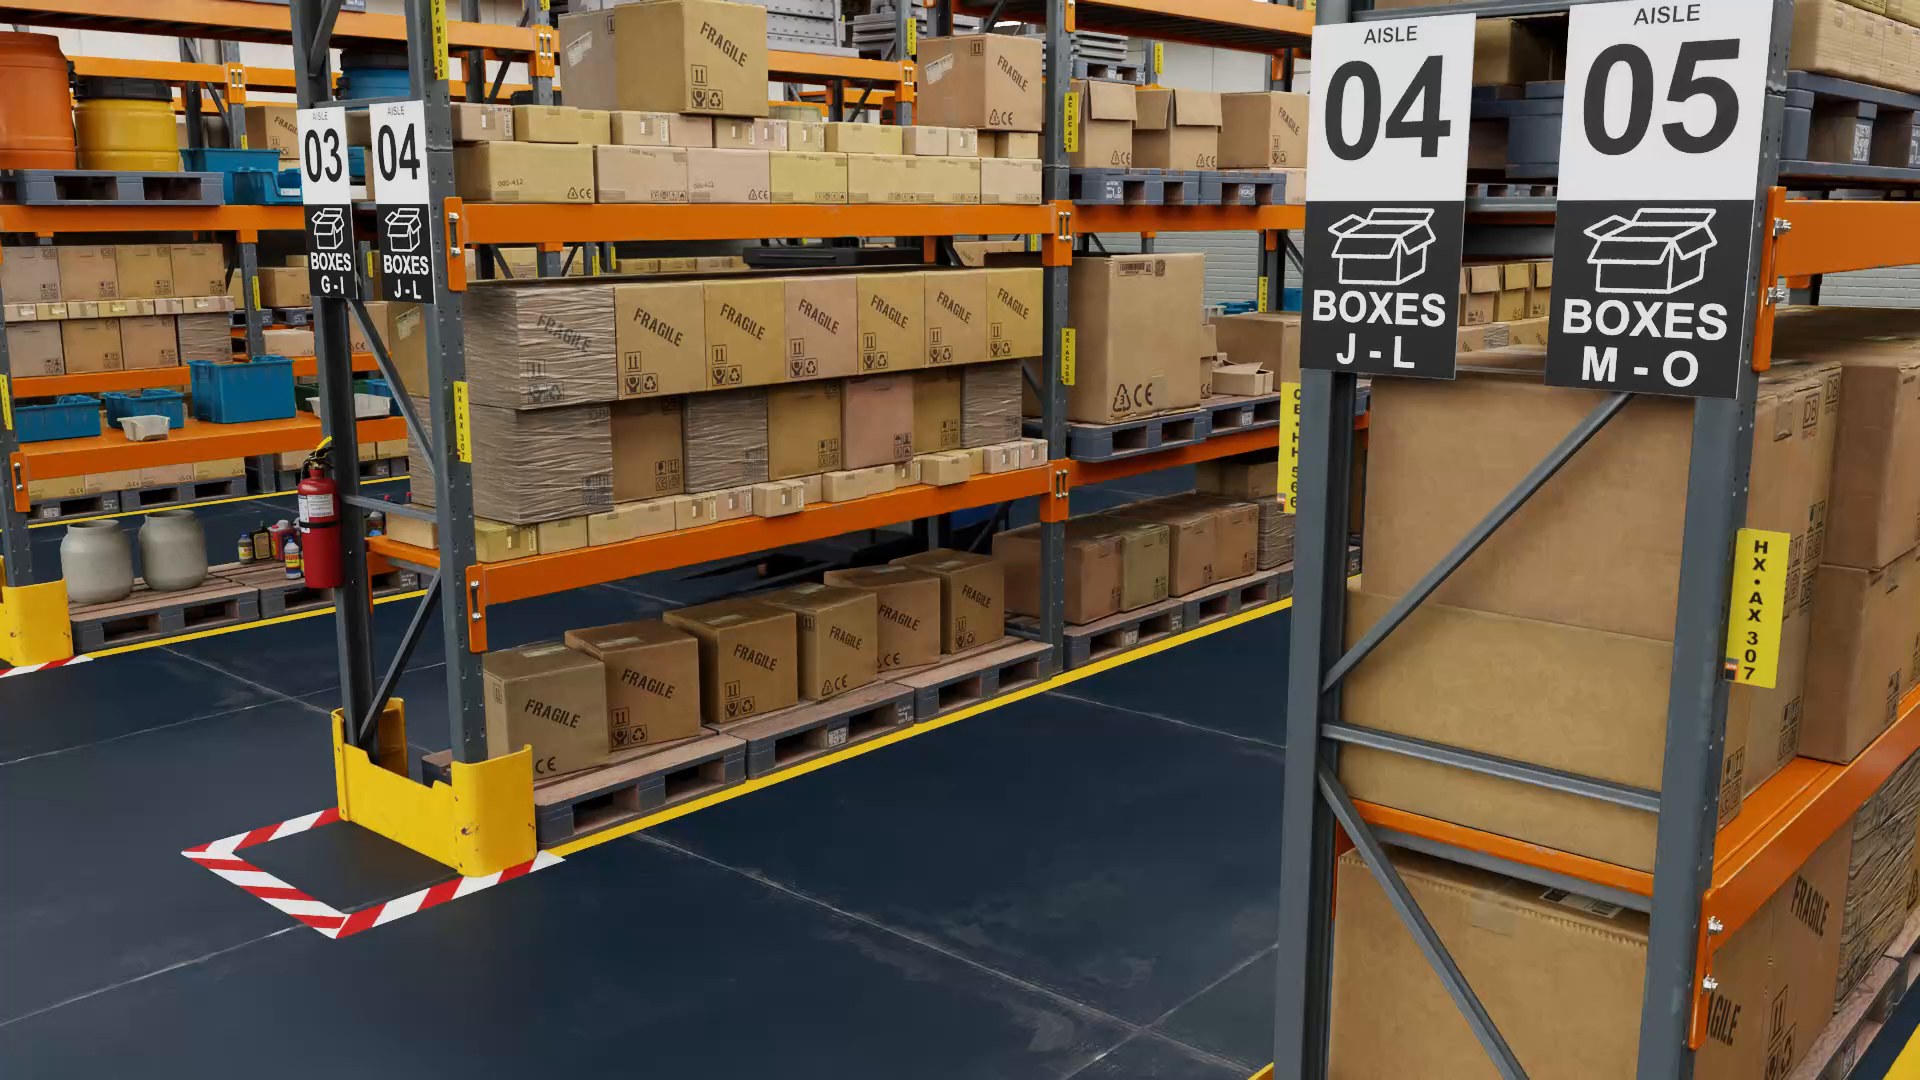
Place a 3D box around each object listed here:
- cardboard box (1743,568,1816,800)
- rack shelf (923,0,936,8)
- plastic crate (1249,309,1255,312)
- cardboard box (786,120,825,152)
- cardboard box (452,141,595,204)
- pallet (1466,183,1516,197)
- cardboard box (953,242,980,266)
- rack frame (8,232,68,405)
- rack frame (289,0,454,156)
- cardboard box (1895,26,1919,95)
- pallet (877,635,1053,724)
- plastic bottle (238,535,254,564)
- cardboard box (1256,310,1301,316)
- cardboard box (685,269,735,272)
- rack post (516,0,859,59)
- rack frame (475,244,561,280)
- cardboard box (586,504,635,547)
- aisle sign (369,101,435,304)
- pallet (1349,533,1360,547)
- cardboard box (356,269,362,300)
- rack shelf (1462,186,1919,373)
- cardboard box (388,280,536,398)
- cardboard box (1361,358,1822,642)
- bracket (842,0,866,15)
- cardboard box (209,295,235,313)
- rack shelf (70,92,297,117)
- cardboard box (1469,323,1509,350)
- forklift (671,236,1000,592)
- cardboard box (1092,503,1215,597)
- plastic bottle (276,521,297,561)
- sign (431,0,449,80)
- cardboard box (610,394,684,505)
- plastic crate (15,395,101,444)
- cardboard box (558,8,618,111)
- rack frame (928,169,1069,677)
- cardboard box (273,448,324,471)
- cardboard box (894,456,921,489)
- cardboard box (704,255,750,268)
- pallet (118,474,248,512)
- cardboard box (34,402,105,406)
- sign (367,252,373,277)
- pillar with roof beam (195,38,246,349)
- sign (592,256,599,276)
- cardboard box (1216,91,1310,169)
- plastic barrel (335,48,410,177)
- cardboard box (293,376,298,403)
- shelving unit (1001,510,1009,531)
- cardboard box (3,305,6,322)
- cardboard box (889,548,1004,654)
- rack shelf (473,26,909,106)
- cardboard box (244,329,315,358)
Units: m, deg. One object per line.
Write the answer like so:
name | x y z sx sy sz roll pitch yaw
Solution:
cardboard box | 1.791 0.314 4.599 0.875 0.550 0.550 10 15 40
rack shelf | -1.106 -3.006 8.133 1.077 0.370 4.000 10 15 40
plastic crate | 3.731 -2.989 22.037 0.250 0.136 0.298 10 15 40
cardboard box | -0.893 -1.998 8.263 0.380 0.149 0.250 9 14 38
cardboard box | -1.914 -1.559 7.085 0.500 0.250 0.500 10 15 42
pallet | 3.976 -2.946 14.129 1.003 0.211 1.213 11 16 43
cardboard box | -0.062 -4.047 24.007 0.500 0.500 0.500 10 15 42
rack frame | -10.948 -2.634 19.742 1.000 3.000 0.127 10 15 40
rack frame | -2.426 -3.067 6.589 1.000 3.000 0.127 10 15 40
cardboard box | 2.201 -1.192 4.176 0.380 0.149 0.250 10 15 41
pallet | -0.202 0.758 9.879 1.003 0.211 1.213 10 15 40
plastic bottle | -5.263 0.065 12.251 0.097 0.201 0.097 0 11 0
cardboard box | 2.528 -1.472 12.595 0.500 0.500 0.500 8 14 33
cardboard box | -3.063 -3.159 21.039 0.700 0.500 0.500 6 13 26
rack post | -2.271 -4.694 14.228 1.013 1.000 3.121 10 15 40
rack frame | -3.506 -1.353 13.329 1.000 3.000 0.127 10 15 40
cardboard box | -1.703 -0.082 7.603 0.380 0.149 0.250 10 15 40
aisle sign | -2.242 -1.352 6.682 0.394 0.787 0.004 10 15 40
pallet | 3.432 -0.040 13.875 1.003 0.211 1.213 10 15 40
cardboard box | -8.194 -3.531 23.167 0.500 0.500 0.500 10 15 41
rack shelf | 2.553 -0.881 5.141 1.077 0.370 4.000 10 15 40
cardboard box | -2.249 -0.923 7.605 0.500 0.500 0.500 10 15 40
cardboard box | 1.507 -0.121 4.019 0.875 0.550 0.550 10 15 40
bracket | -1.901 -9.509 29.655 0.235 0.232 0.430 10 15 40
cardboard box | -7.243 -2.294 16.126 0.380 0.149 0.250 10 15 40
rack shelf | -9.628 -5.322 20.738 1.077 0.370 4.000 10 15 40
cardboard box | 4.386 -1.612 14.370 0.500 0.500 0.500 10 15 41
forklift | -0.913 -1.155 12.510 1.130 2.935 3.031 8 14 33
cardboard box | 1.334 0.059 11.515 0.700 0.500 0.500 8 14 36
plastic bottle | -4.996 0.005 12.342 0.061 0.283 0.133 10 15 40
sign | -2.018 -1.954 6.446 0.100 0.325 0.005 10 15 40
cardboard box | -1.802 -0.486 7.971 0.875 0.500 0.500 10 15 40
plastic crate | -6.041 -0.804 10.960 0.499 0.251 0.616 10 15 40
cardboard box | -1.593 -2.296 8.101 0.500 0.500 0.500 10 15 40
rack frame | 0.214 -0.713 10.123 1.000 3.000 0.127 10 15 40
cardboard box | -6.772 -0.879 16.903 0.500 0.250 0.500 9 15 39
cardboard box | -0.434 -0.385 9.121 0.380 0.149 0.250 10 15 40
cardboard box | -3.828 -4.362 27.627 0.980 0.700 0.700 10 15 40
pallet | -7.781 -0.516 16.253 1.003 0.211 1.213 10 15 40
cardboard box | -8.426 -1.045 15.818 0.500 0.500 0.500 10 15 40
sign | -7.894 -3.683 22.239 0.100 0.325 0.005 10 15 40
pillar with roof beam | -6.582 -5.529 18.917 9.100 9.000 0.400 10 15 40
sign | -4.165 -3.079 19.015 0.100 0.325 0.005 10 15 40
cardboard box | 2.059 -2.817 11.464 0.500 0.500 0.500 10 15 41
plastic barrel | -4.244 -3.144 12.281 0.600 0.901 0.708 10 15 40
cardboard box | -9.171 -2.039 22.022 0.700 0.500 0.500 10 15 40
shelving unit | 0.109 -1.054 14.127 0.431 2.100 0.503 10 15 40
cardboard box | -8.595 -1.993 14.618 0.380 0.149 0.250 10 15 40
cardboard box | -0.080 0.360 10.058 0.500 0.500 0.500 9 15 39
rack shelf | -2.186 -4.041 14.325 1.077 0.370 4.000 10 15 40
cardboard box | -6.932 -1.999 16.944 0.500 0.250 0.500 11 16 44
